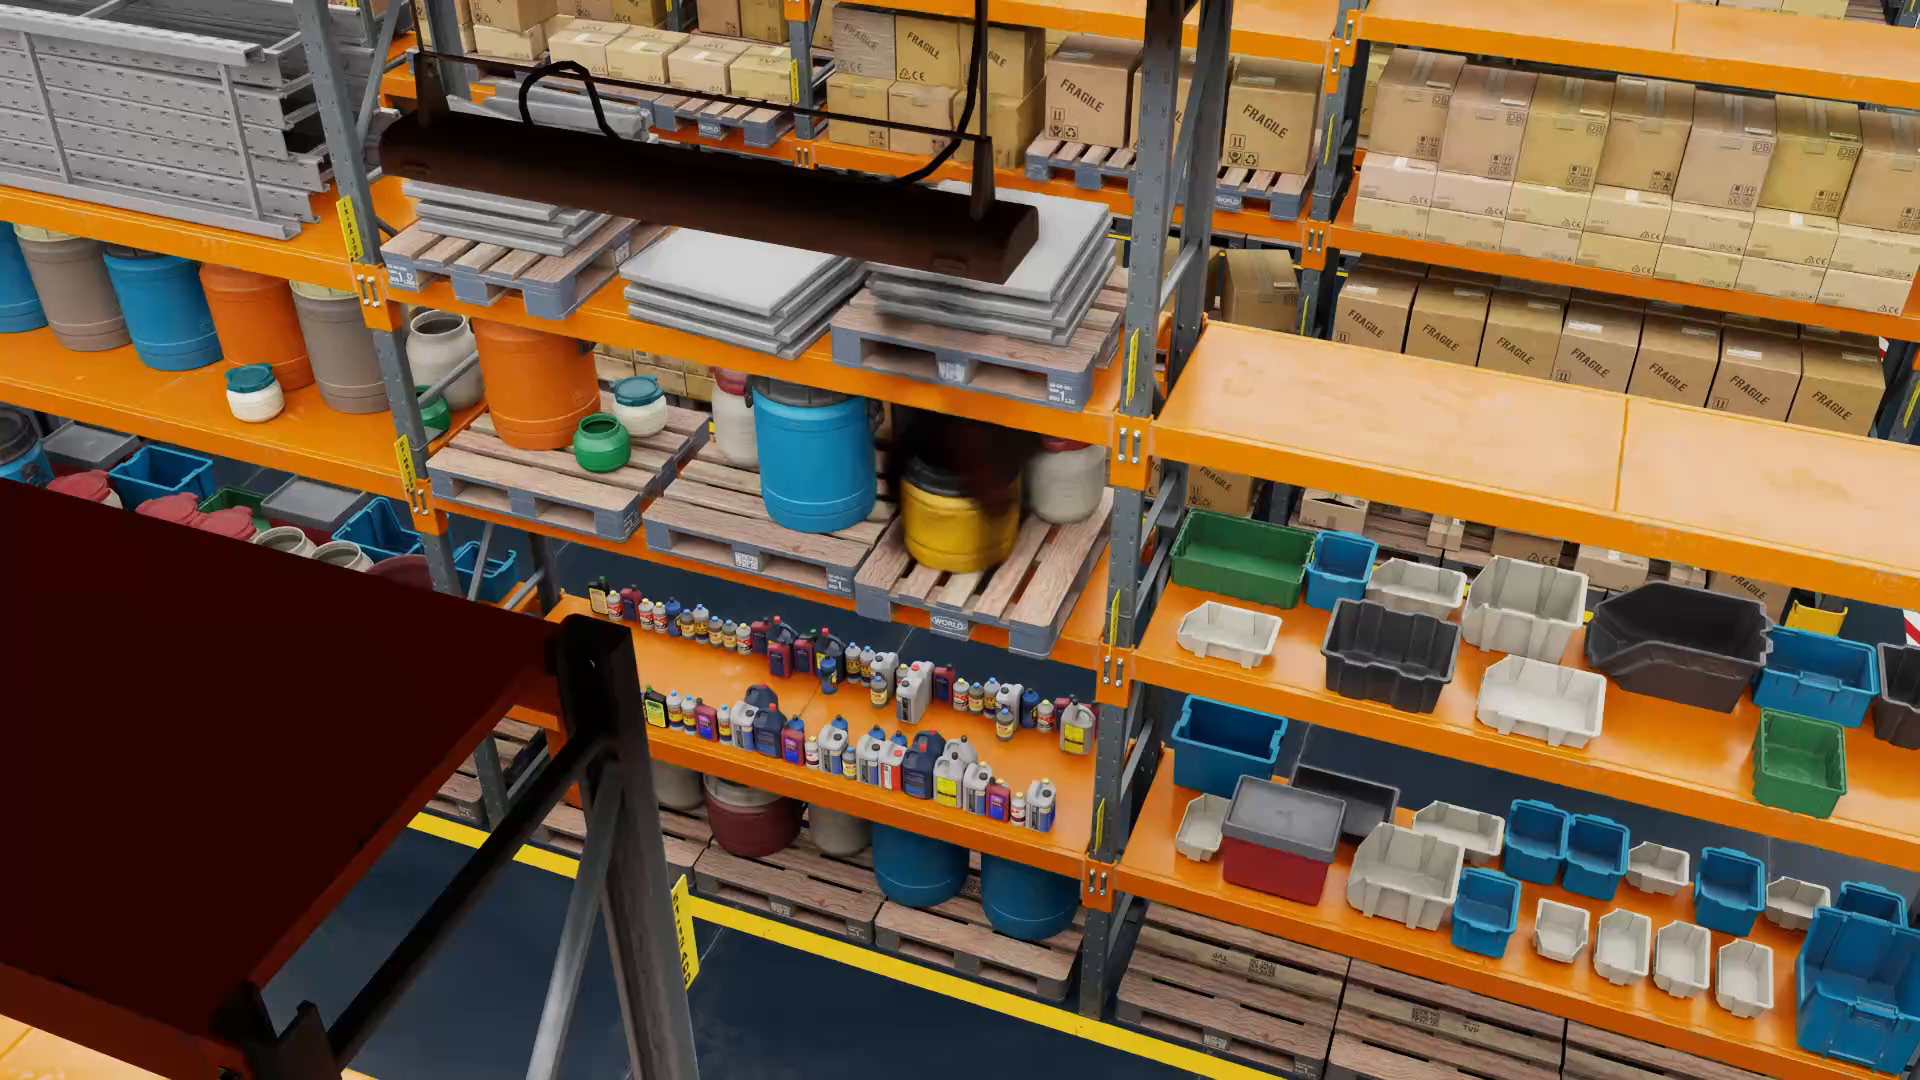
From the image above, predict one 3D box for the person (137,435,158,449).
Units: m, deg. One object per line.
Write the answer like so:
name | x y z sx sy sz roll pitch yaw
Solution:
person | -6.464 -0.819 13.090 0.711 1.683 0.666 12 38 16
